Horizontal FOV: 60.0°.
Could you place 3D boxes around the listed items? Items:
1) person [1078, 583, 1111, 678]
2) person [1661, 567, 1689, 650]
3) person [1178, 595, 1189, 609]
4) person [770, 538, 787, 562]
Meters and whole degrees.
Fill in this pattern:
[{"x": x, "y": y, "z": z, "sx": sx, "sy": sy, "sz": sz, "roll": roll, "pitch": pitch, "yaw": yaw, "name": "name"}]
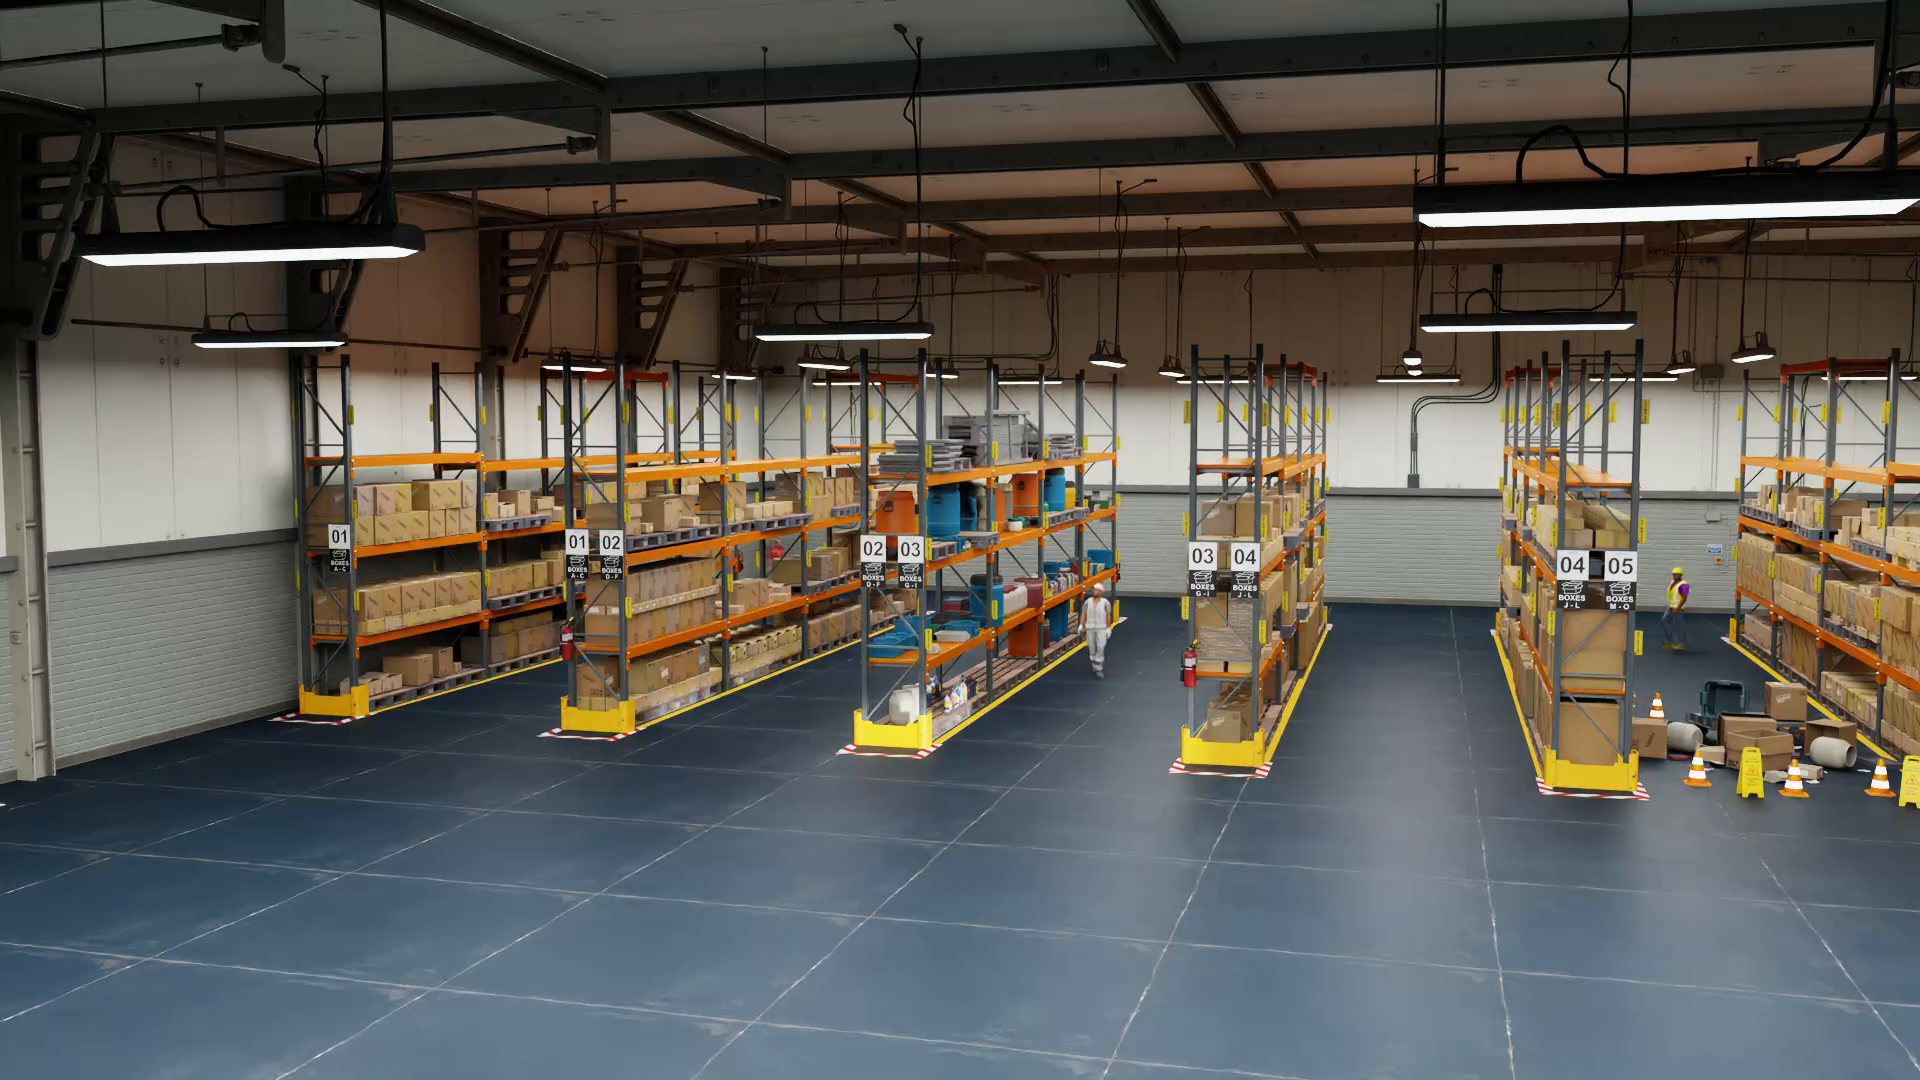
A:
[{"x": 2.580, "y": 1.716, "z": 31.884, "sx": 0.634, "sy": 1.754, "sz": 0.933, "roll": 1, "pitch": 4, "yaw": 7, "name": "person"}, {"x": 15.228, "y": 1.482, "z": 35.411, "sx": 0.512, "sy": 1.816, "sz": 0.630, "roll": 1, "pitch": 4, "yaw": 10, "name": "person"}, {"x": 6.007, "y": 1.020, "z": 41.973, "sx": 0.968, "sy": 1.677, "sz": 0.624, "roll": 3, "pitch": 5, "yaw": 36, "name": "person"}, {"x": -4.755, "y": 0.817, "z": 44.243, "sx": 0.461, "sy": 1.736, "sz": 0.556, "roll": 2, "pitch": 5, "yaw": 25, "name": "person"}]
